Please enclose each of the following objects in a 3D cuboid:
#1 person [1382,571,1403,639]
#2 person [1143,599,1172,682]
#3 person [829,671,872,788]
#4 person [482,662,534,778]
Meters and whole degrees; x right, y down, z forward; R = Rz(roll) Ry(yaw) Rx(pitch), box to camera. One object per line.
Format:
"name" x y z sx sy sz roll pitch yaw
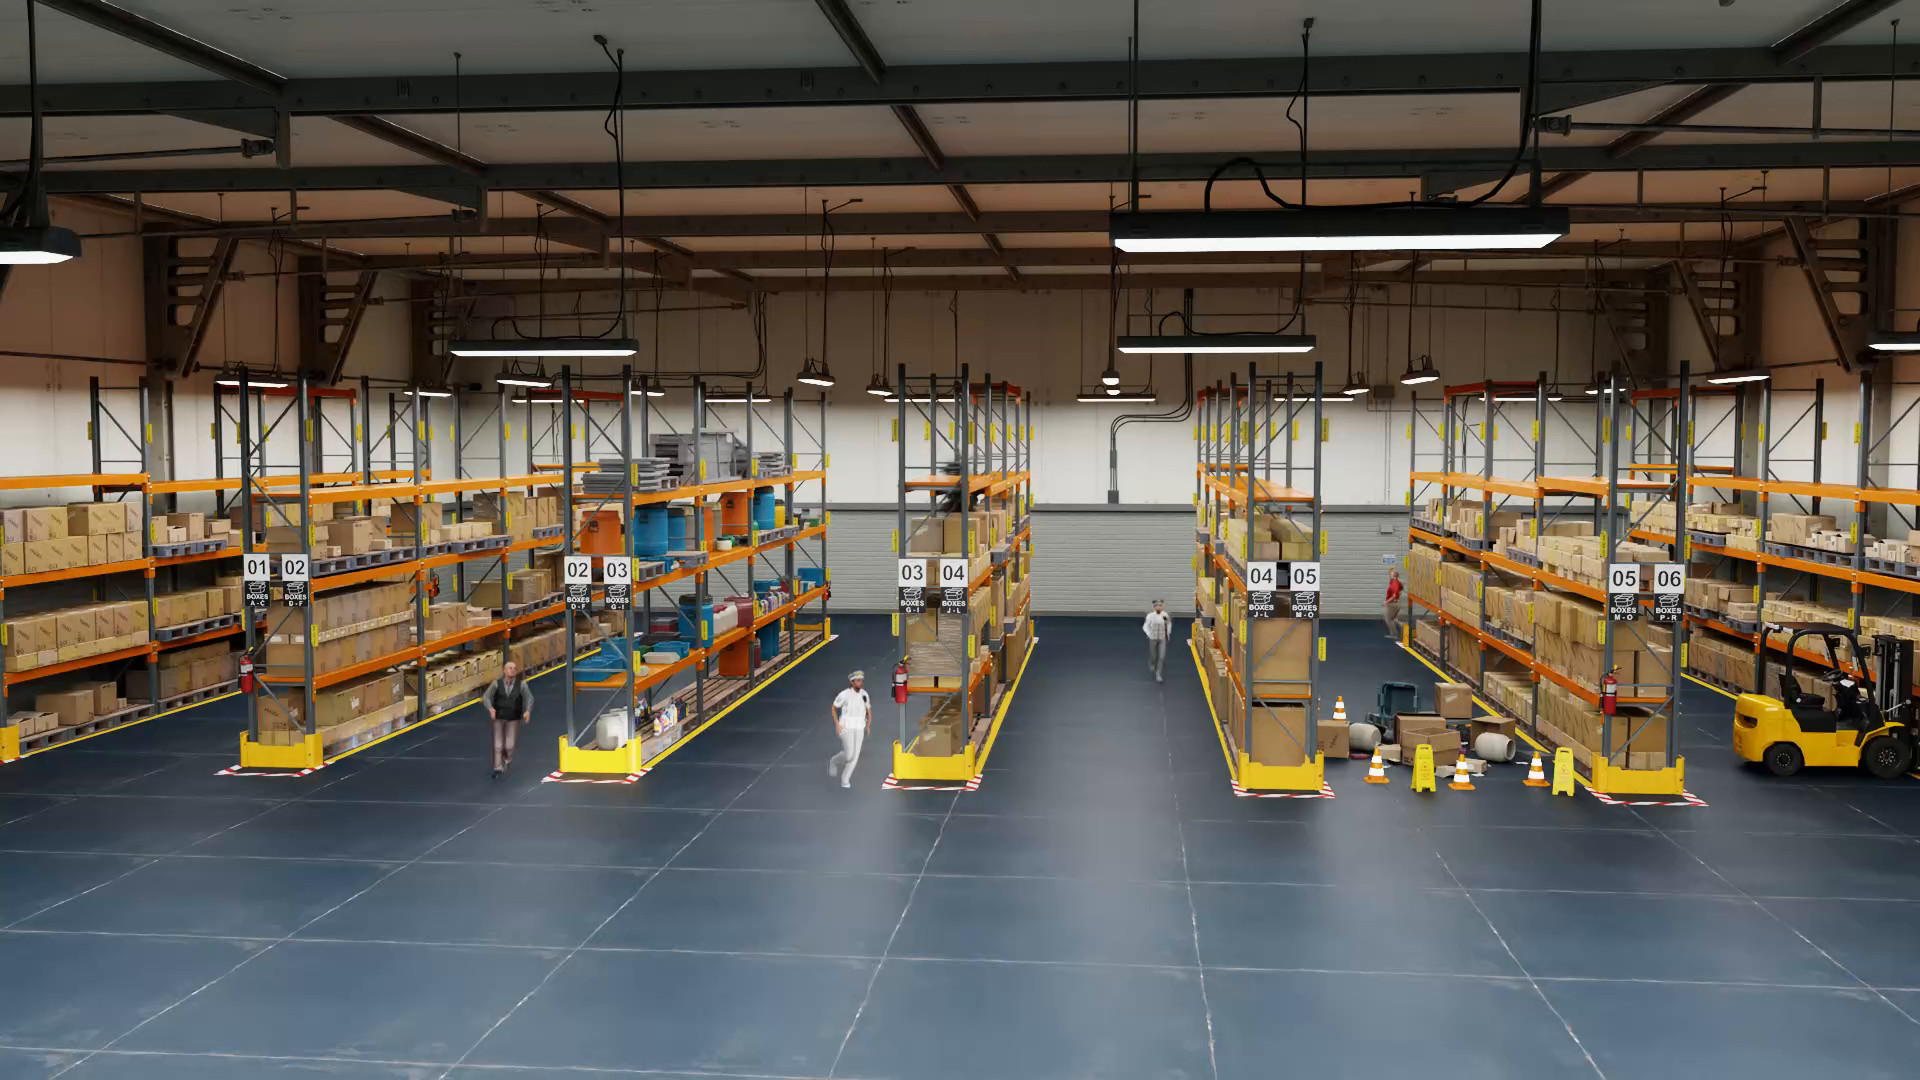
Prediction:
"person" 10.548 1.579 40.397 0.573 1.662 0.732 1 4 16
"person" 4.021 2.011 33.821 0.607 1.658 0.769 0 4 -2
"person" -1.517 2.669 23.686 0.615 1.625 0.552 -2 4 -29
"person" -6.562 2.620 24.153 0.728 1.674 0.498 -1 4 -16
